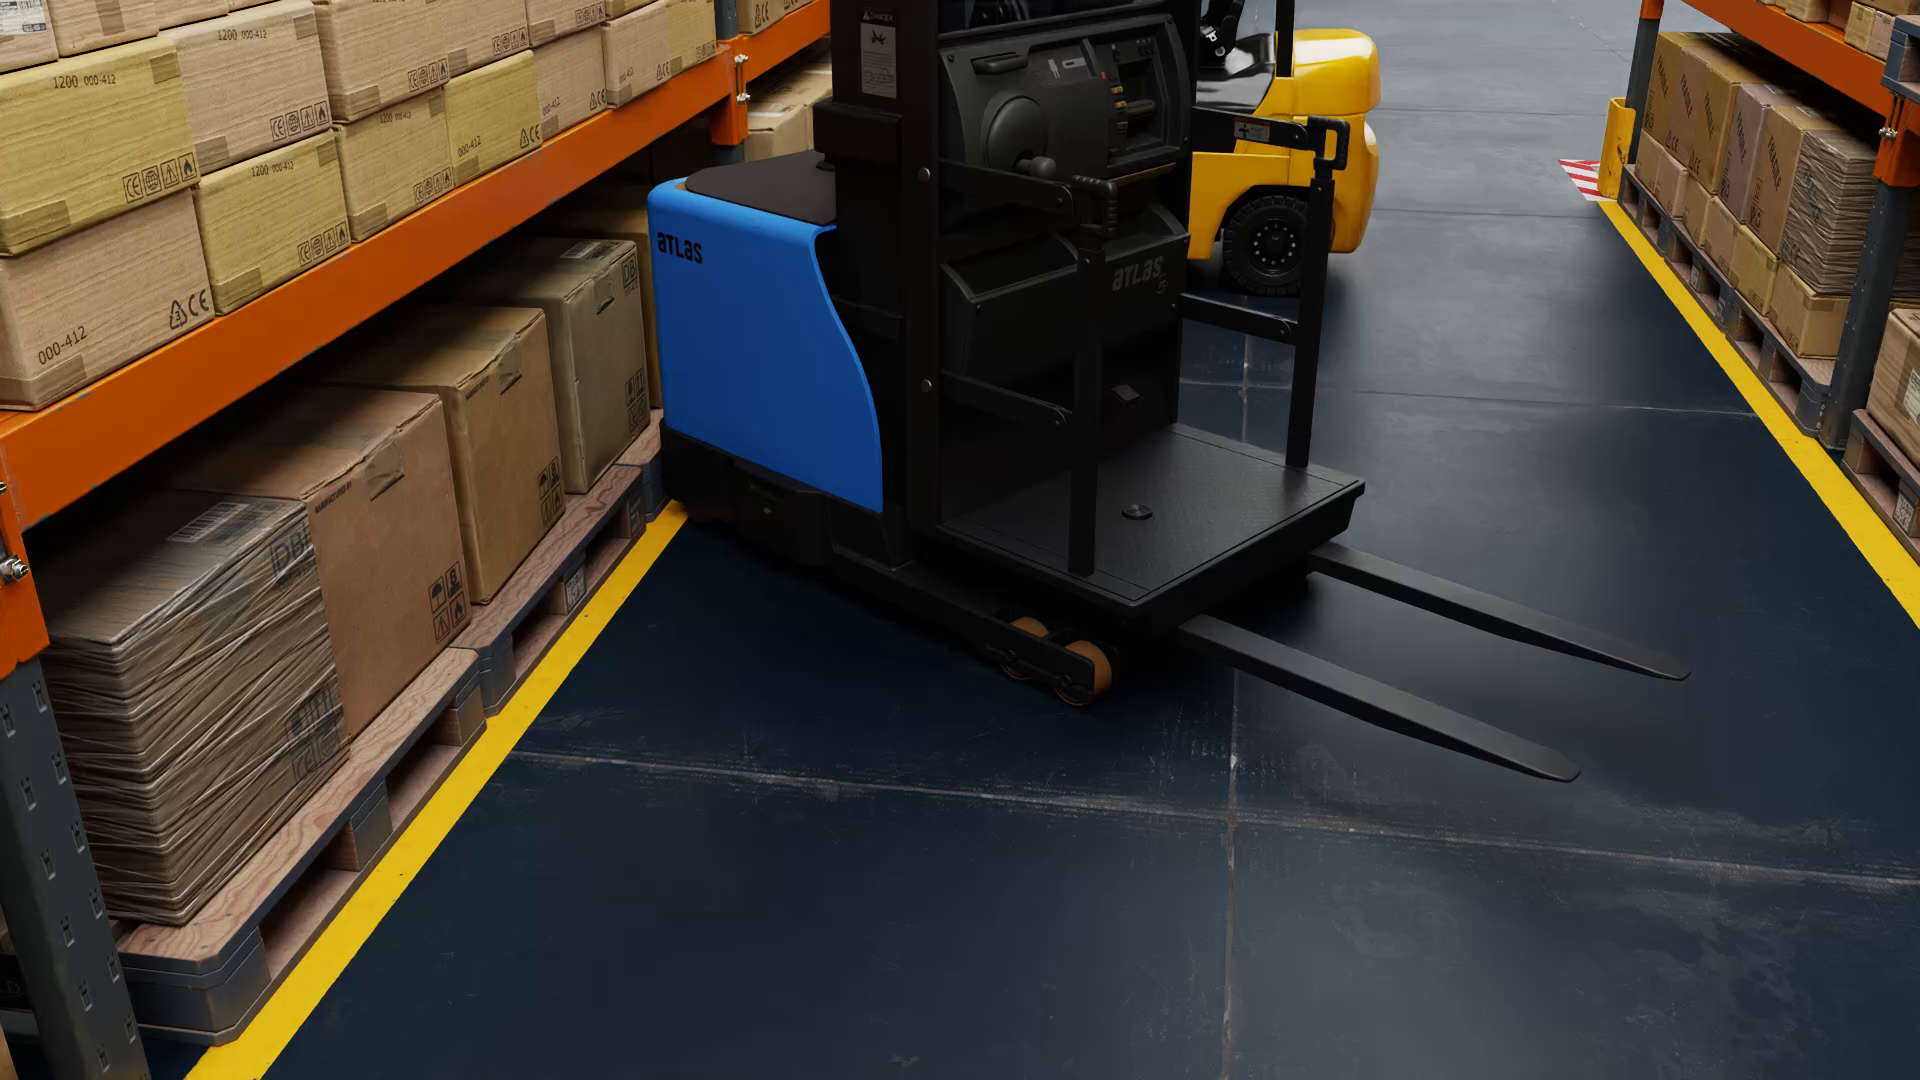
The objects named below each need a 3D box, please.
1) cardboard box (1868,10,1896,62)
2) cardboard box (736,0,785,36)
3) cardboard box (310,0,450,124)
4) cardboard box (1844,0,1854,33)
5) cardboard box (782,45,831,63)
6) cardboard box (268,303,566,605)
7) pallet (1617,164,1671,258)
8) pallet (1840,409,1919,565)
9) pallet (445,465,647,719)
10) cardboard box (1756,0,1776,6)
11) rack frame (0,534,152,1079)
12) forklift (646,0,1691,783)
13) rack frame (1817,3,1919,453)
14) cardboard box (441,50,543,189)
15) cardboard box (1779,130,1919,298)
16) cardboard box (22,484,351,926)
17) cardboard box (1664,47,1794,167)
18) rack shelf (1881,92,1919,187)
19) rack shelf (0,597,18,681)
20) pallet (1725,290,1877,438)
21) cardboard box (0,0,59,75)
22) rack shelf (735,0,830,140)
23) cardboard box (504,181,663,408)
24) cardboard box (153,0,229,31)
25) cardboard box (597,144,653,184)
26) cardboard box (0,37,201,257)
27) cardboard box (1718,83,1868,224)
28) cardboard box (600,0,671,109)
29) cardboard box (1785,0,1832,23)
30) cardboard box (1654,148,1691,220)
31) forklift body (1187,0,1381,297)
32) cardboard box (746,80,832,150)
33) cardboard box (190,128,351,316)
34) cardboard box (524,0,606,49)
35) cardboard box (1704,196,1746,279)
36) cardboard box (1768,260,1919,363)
[{"bbox_3d":[3.340,-1.704,5.649,0.380,0.149,0.250,4,25,8],"label":"cardboard box"},{"bbox_3d":[-0.979,-2.218,6.331,0.500,0.500,0.500,3,25,7],"label":"cardboard box"},{"bbox_3d":[-1.463,-1.086,3.619,0.500,0.250,0.500,3,25,7],"label":"cardboard box"},{"bbox_3d":[3.494,-1.913,6.094,0.380,0.149,0.250,4,25,9],"label":"cardboard box"},{"bbox_3d":[-0.663,-2.224,8.032,0.500,0.250,0.500,4,25,7],"label":"cardboard box"},{"bbox_3d":[-1.638,-0.262,4.577,0.875,0.625,0.625,3,25,6],"label":"cardboard box"},{"bbox_3d":[4.062,-1.703,8.640,1.003,0.211,1.213,4,25,9],"label":"pallet"},{"bbox_3d":[3.463,-0.074,5.159,1.003,0.211,1.213,4,25,9],"label":"pallet"},{"bbox_3d":[-1.588,0.081,4.828,1.003,0.211,1.213,4,25,9],"label":"pallet"},{"bbox_3d":[3.581,-2.344,7.017,0.380,0.149,0.250,4,25,9],"label":"cardboard box"},{"bbox_3d":[-1.959,-0.332,2.420,0.949,2.616,0.053,4,25,9],"label":"rack frame"},{"bbox_3d":[0.453,-1.146,4.240,3.031,2.935,1.130,22,33,38],"label":"forklift"},{"bbox_3d":[3.589,-1.662,5.263,1.000,3.000,0.127,4,25,9],"label":"rack frame"},{"bbox_3d":[-1.398,-1.075,4.186,0.500,0.250,0.500,5,26,10],"label":"cardboard box"},{"bbox_3d":[3.421,-1.213,6.167,0.500,0.500,0.500,4,25,8],"label":"cardboard box"},{"bbox_3d":[-1.847,0.294,3.390,0.875,0.625,0.625,5,26,10],"label":"cardboard box"},{"bbox_3d":[3.753,-2.073,8.003,0.500,0.500,0.500,3,25,7],"label":"cardboard box"},{"bbox_3d":[3.262,-0.500,3.629,1.077,0.370,4.000,4,25,9],"label":"rack shelf"},{"bbox_3d":[-2.290,0.830,0.786,1.077,0.370,4.000,4,25,9],"label":"rack shelf"},{"bbox_3d":[3.664,-0.683,6.460,1.003,0.211,1.213,4,25,9],"label":"pallet"},{"bbox_3d":[-1.620,-0.784,2.503,0.380,0.149,0.250,5,26,10],"label":"cardboard box"},{"bbox_3d":[-0.982,-2.515,7.934,1.077,0.370,4.000,4,25,9],"label":"rack shelf"},{"bbox_3d":[-1.383,-0.900,5.941,0.875,0.625,0.625,5,26,11],"label":"cardboard box"},{"bbox_3d":[-1.561,-1.005,2.975,0.380,0.149,0.250,5,25,10],"label":"cardboard box"},{"bbox_3d":[-1.419,-1.622,6.745,0.500,0.250,0.500,5,25,10],"label":"cardboard box"},{"bbox_3d":[-1.624,-0.657,2.703,0.500,0.250,0.500,4,25,8],"label":"cardboard box"},{"bbox_3d":[3.584,-1.639,7.077,0.500,0.500,0.500,5,26,11],"label":"cardboard box"},{"bbox_3d":[-1.210,-1.497,5.087,0.500,0.250,0.500,4,25,8],"label":"cardboard box"},{"bbox_3d":[3.503,-2.129,6.557,0.380,0.149,0.250,4,25,8],"label":"cardboard box"},{"bbox_3d":[3.747,-1.749,8.196,0.500,0.250,0.500,5,26,10],"label":"cardboard box"},{"bbox_3d":[0.835,-2.374,7.784,2.313,2.155,1.214,4,25,9],"label":"forklift body"},{"bbox_3d":[-0.827,-1.796,7.118,0.500,0.250,0.500,4,25,9],"label":"cardboard box"},{"bbox_3d":[-1.562,-0.643,3.261,0.500,0.250,0.500,3,25,7],"label":"cardboard box"},{"bbox_3d":[-1.303,-1.511,4.527,0.500,0.250,0.500,5,25,10],"label":"cardboard box"},{"bbox_3d":[3.585,-1.309,7.256,0.500,0.250,0.500,4,25,9],"label":"cardboard box"},{"bbox_3d":[3.420,-0.873,6.325,0.500,0.250,0.500,5,26,11],"label":"cardboard box"}]
